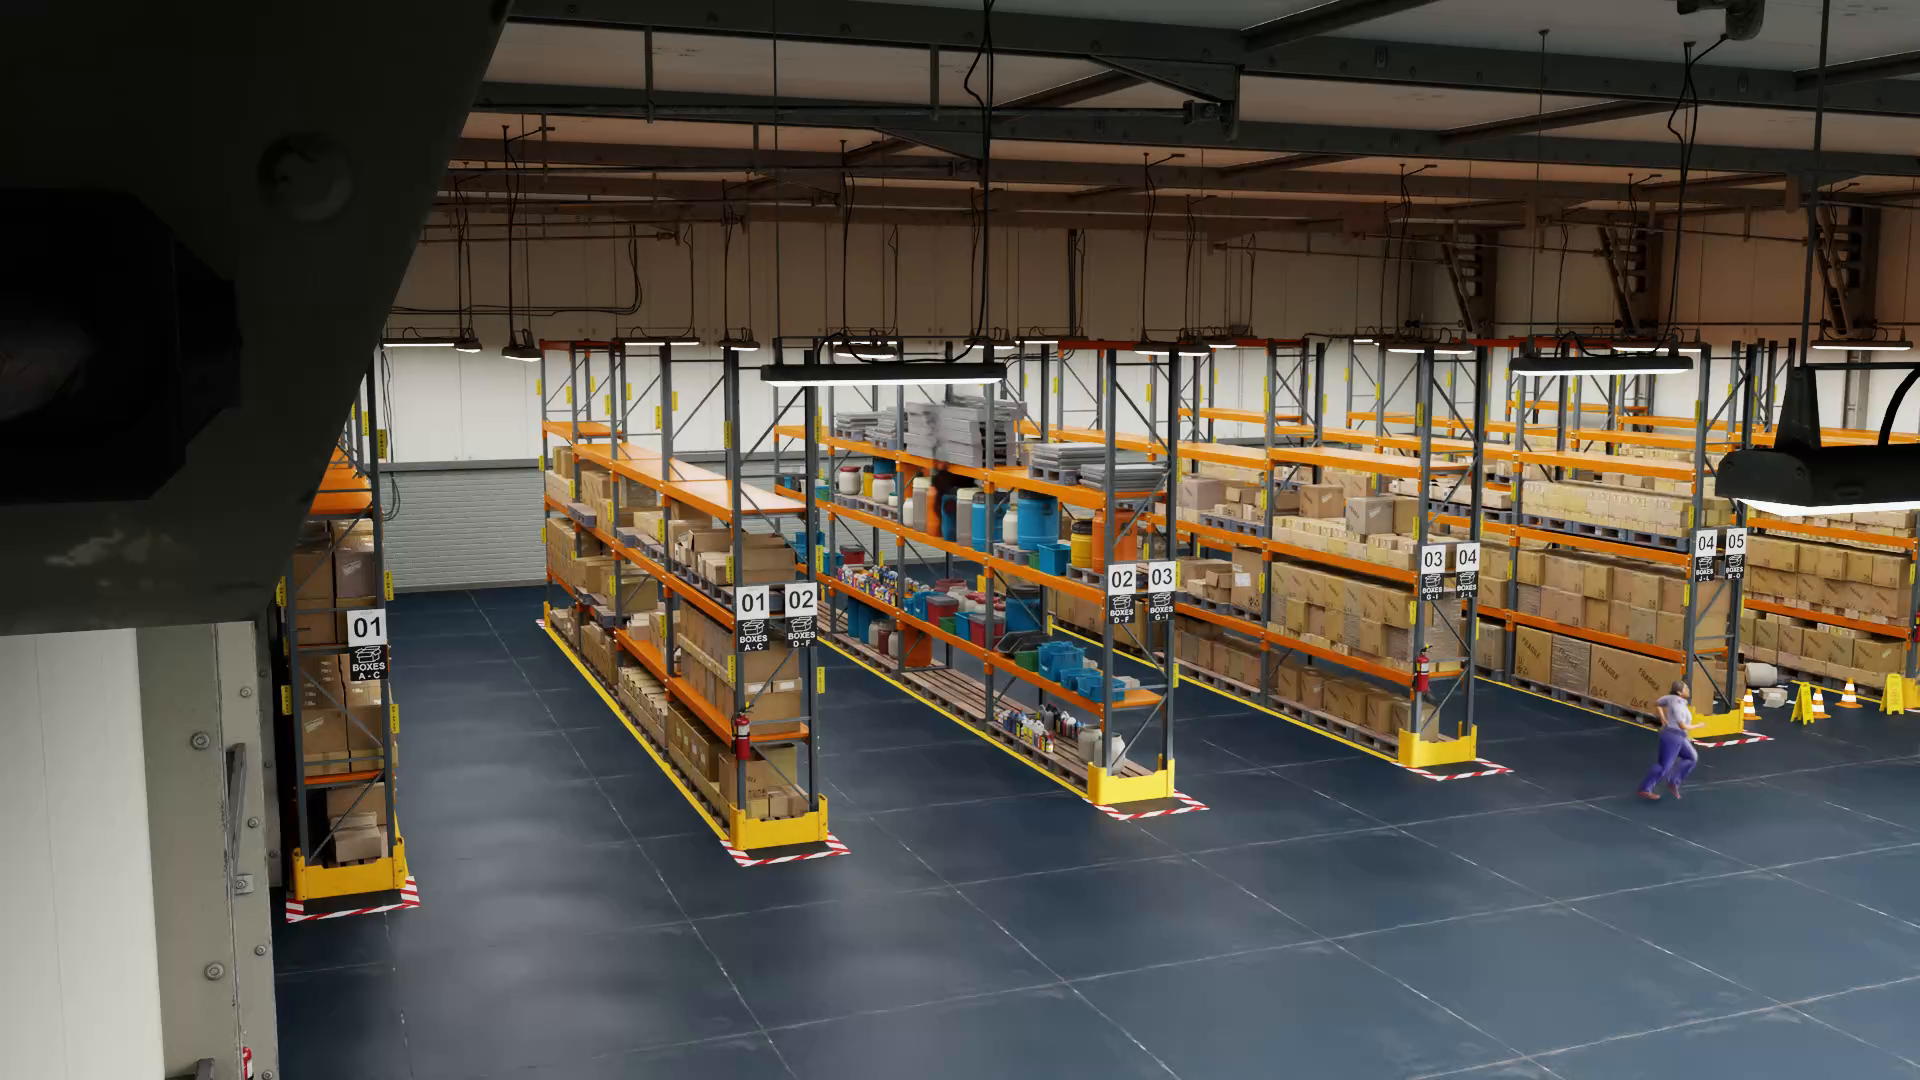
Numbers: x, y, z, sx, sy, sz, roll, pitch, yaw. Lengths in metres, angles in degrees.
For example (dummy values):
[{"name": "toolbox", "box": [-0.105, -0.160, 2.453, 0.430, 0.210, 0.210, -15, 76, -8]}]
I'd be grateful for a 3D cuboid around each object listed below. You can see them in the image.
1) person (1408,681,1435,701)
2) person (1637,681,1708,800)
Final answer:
[{"name": "person", "box": [7.849, 1.757, 28.273, 0.655, 1.829, 0.840, -5, 9, -31]}, {"name": "person", "box": [9.461, 2.659, 22.070, 0.835, 1.635, 0.615, 2, 8, 18]}]
